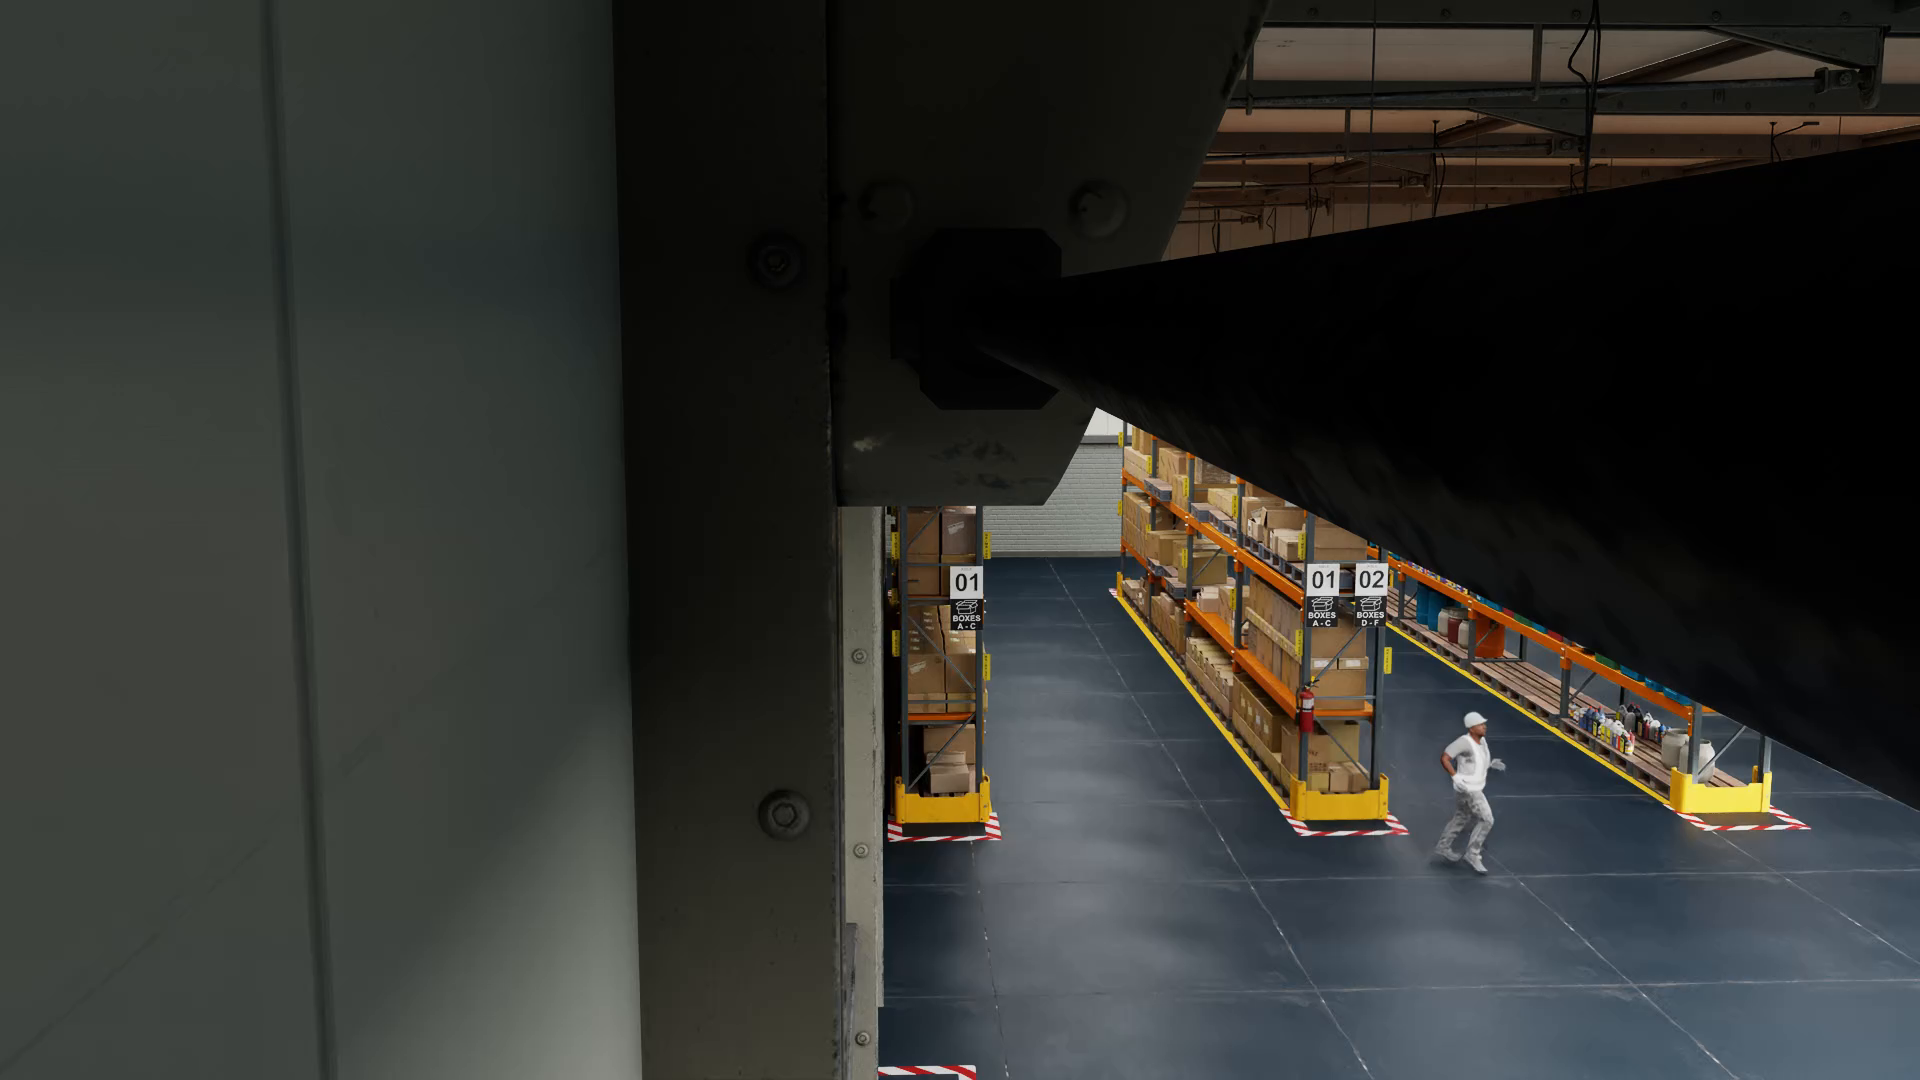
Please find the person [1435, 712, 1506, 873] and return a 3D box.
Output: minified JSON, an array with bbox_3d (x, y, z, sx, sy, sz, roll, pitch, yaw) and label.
[{"bbox_3d":[5.762,2.833,18.797,0.732,1.834,0.666,5,9,29],"label":"person"}]
